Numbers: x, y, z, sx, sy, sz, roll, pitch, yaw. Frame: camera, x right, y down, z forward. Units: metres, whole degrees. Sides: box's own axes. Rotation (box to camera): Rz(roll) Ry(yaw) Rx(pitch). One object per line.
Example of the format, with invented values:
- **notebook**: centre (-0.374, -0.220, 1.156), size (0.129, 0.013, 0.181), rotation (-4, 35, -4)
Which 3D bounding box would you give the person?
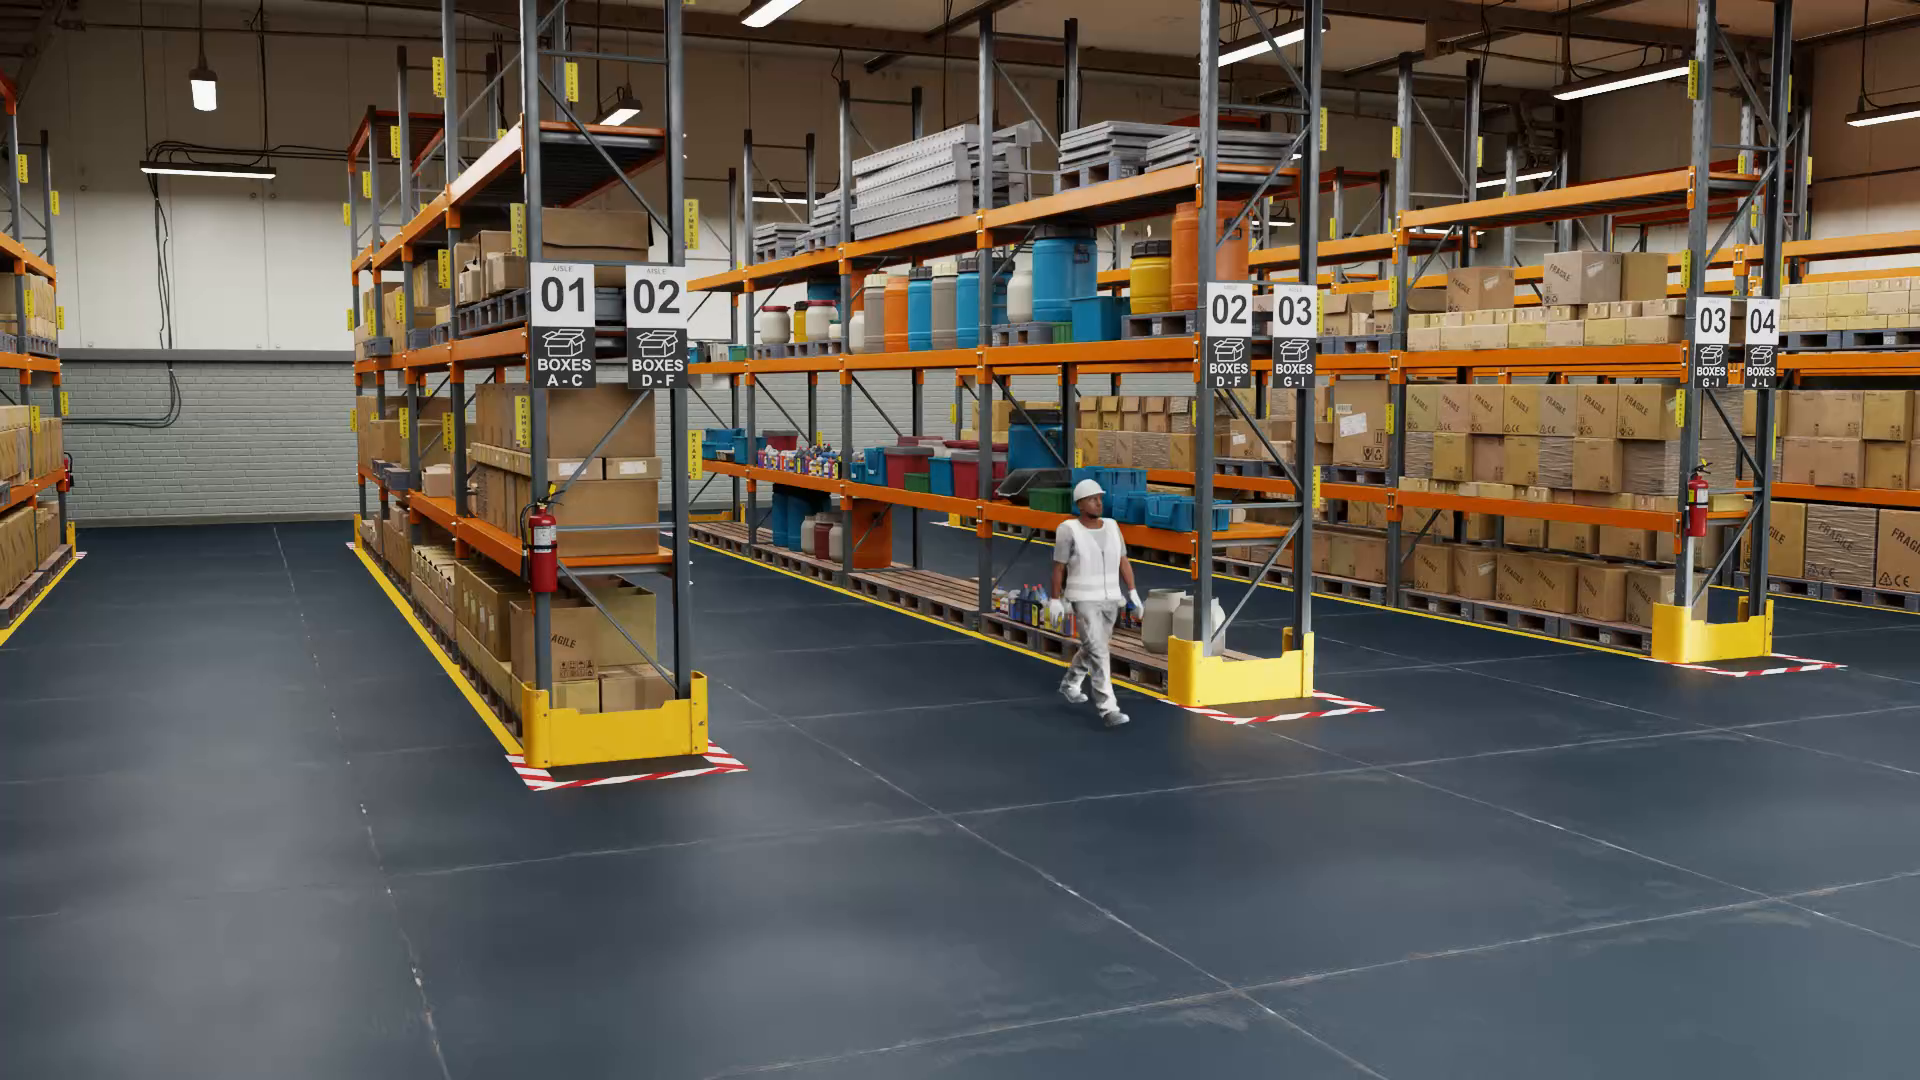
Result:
- **person**: centre (0.990, 0.435, 12.034), size (0.570, 1.749, 1.054), rotation (-3, 6, -32)
